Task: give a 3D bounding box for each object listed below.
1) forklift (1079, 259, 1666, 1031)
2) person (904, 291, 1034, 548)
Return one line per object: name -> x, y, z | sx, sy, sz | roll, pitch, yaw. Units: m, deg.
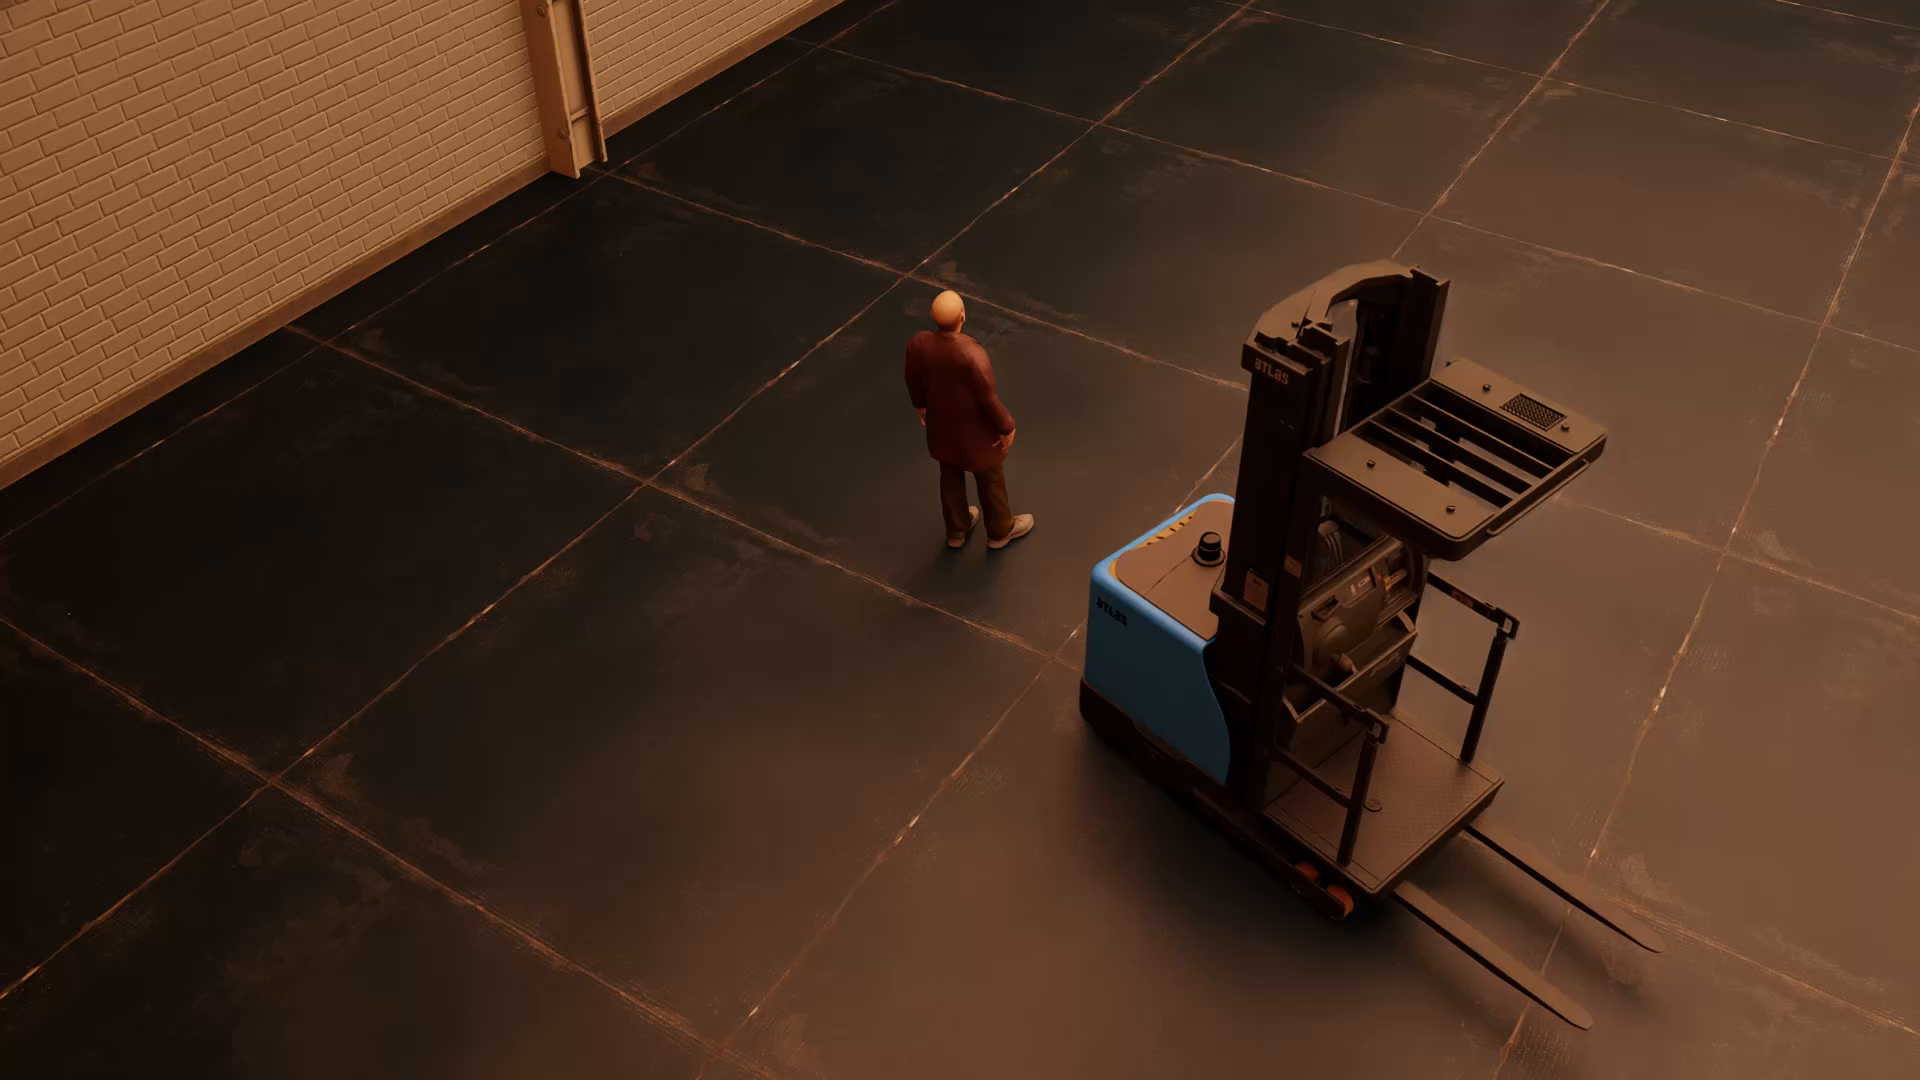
forklift -> 2.005, 0.343, 7.562 | 1.130, 2.935, 3.031 | -30, 49, -31
person -> 0.054, -0.734, 9.714 | 0.698, 1.778, 0.574 | 22, 45, 24
